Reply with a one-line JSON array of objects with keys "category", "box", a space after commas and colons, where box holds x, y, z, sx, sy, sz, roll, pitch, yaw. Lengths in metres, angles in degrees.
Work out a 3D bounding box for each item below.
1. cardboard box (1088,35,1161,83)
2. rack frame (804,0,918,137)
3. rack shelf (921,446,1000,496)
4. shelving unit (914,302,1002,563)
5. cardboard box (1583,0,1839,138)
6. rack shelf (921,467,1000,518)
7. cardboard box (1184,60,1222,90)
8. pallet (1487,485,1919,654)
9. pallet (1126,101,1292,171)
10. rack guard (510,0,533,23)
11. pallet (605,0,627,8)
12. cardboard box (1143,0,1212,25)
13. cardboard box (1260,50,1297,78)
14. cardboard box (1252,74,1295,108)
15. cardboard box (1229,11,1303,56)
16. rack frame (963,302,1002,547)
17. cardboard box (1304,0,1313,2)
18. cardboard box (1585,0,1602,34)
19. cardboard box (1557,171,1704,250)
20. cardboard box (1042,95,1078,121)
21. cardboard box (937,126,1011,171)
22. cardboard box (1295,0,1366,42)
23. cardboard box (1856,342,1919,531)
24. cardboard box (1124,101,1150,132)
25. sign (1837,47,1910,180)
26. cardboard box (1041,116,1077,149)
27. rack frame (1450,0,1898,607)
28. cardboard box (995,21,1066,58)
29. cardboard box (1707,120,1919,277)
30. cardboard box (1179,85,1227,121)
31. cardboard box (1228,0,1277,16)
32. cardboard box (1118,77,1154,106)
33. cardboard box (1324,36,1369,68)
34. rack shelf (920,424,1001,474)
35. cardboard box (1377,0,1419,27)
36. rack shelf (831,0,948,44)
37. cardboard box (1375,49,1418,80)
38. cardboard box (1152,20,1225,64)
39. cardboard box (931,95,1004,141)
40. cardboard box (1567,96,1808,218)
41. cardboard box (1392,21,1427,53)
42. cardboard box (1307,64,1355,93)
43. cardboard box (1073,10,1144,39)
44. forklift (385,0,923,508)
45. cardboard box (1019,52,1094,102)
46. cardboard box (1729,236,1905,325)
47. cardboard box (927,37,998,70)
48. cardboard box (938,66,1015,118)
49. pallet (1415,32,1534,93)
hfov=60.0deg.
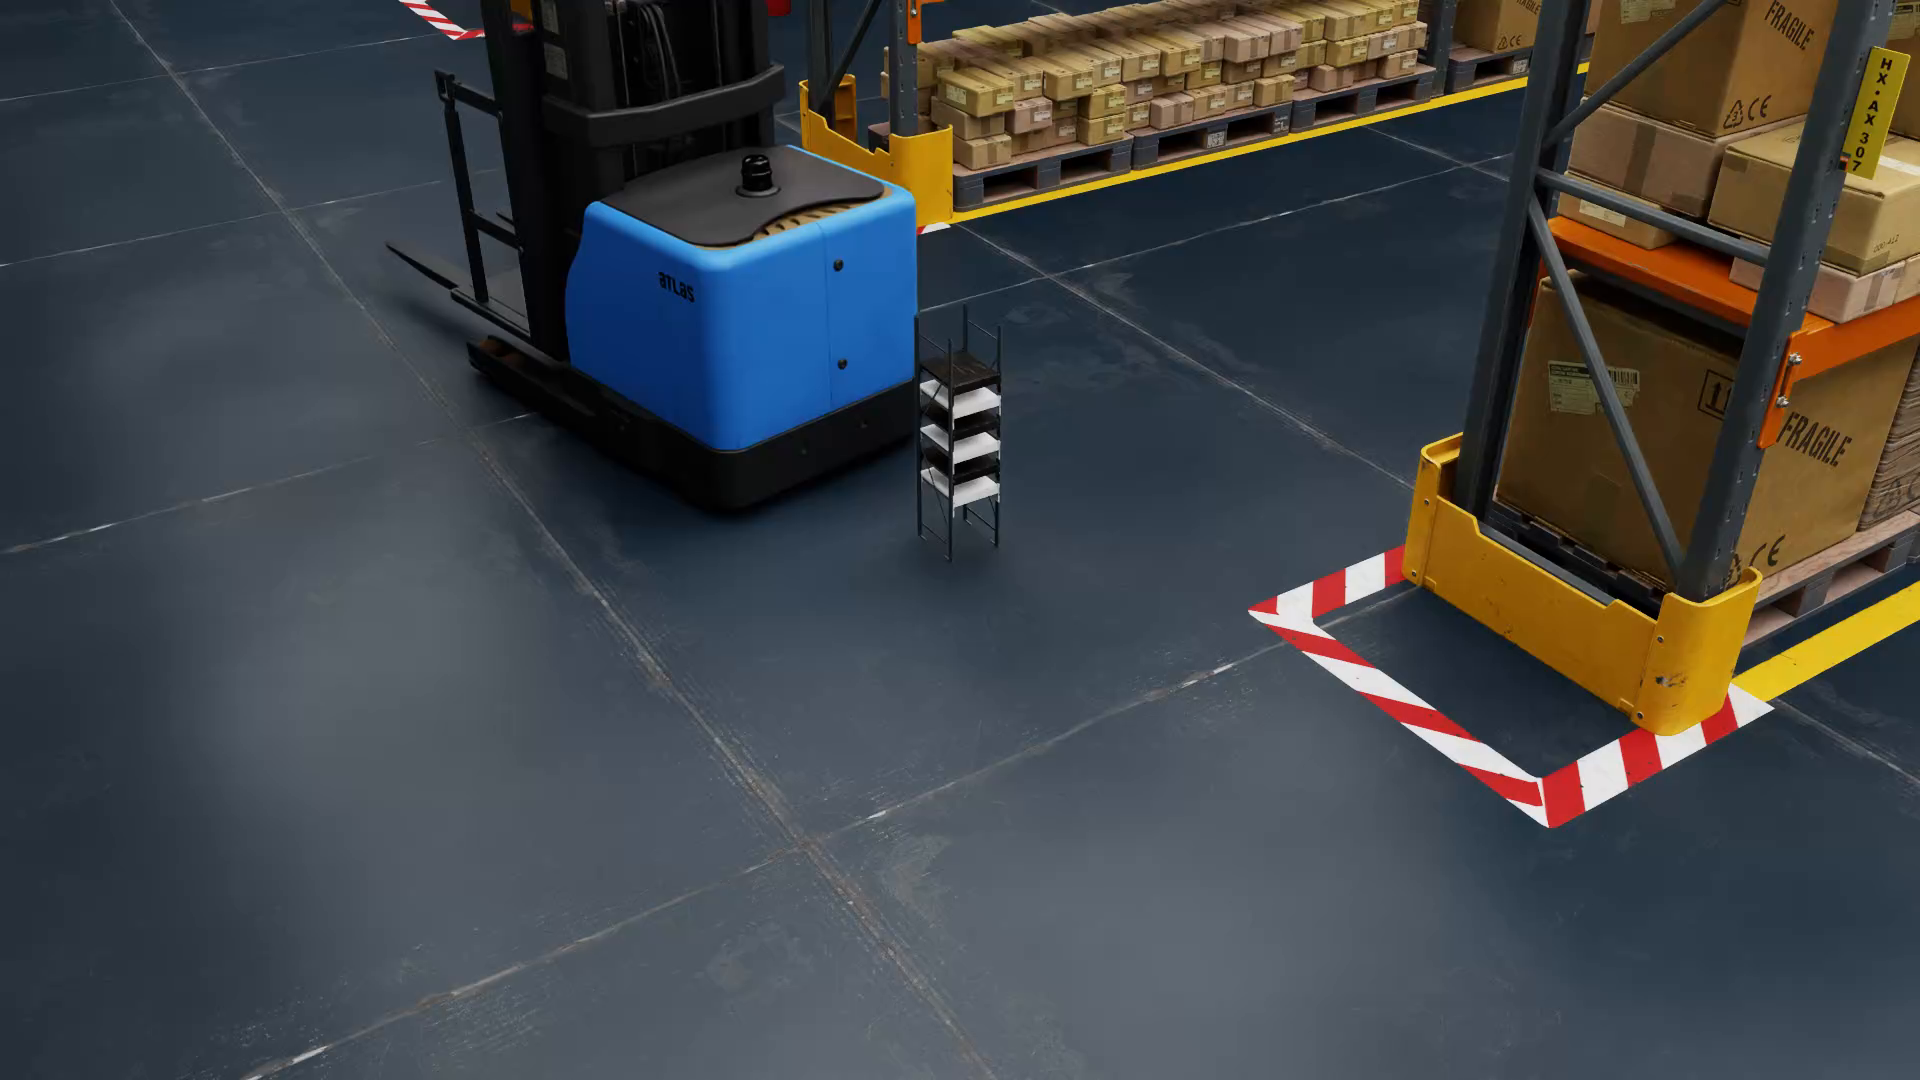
[{"category": "cardboard box", "box": [0.936, -2.762, 9.538, 0.250, 0.149, 0.380, -17, 36, -25]}, {"category": "rack frame", "box": [-0.538, -3.206, 8.520, 0.127, 3.000, 1.000, -19, 37, -27]}, {"category": "rack shelf", "box": [-0.007, -0.274, 6.072, 0.200, 0.077, 0.258, -19, 37, -27]}, {"category": "shelving unit", "box": [-0.007, -0.378, 6.006, 0.210, 0.900, 0.258, -19, 37, -27]}, {"category": "cardboard box", "box": [2.331, -1.590, 5.119, 0.500, 0.500, 0.500, -18, 37, -27]}, {"category": "rack shelf", "box": [-0.007, -0.198, 6.120, 0.200, 0.077, 0.258, -19, 37, -27]}, {"category": "cardboard box", "box": [1.344, -2.819, 9.907, 0.250, 0.149, 0.380, -17, 36, -25]}, {"category": "pallet", "box": [2.694, -0.039, 6.114, 1.213, 0.211, 1.003, -19, 37, -27]}, {"category": "pallet", "box": [1.252, -2.618, 10.202, 1.213, 0.211, 1.003, -19, 37, -27]}, {"category": "rack guard", "box": [-3.325, -4.332, 12.649, 0.348, 0.500, 1.175, -19, 37, -27]}, {"category": "pallet", "box": [-2.675, -4.483, 13.159, 1.213, 0.211, 1.003, -19, 37, -27]}, {"category": "cardboard box", "box": [1.323, -3.192, 10.220, 0.250, 0.149, 0.380, -21, 38, -29]}, {"category": "cardboard box", "box": [1.828, -2.946, 10.108, 0.250, 0.149, 0.380, -18, 36, -26]}, {"category": "cardboard box", "box": [1.809, -2.768, 10.105, 0.250, 0.149, 0.380, -19, 37, -27]}, {"category": "cardboard box", "box": [1.829, -3.039, 9.977, 0.250, 0.149, 0.380, -21, 38, -30]}, {"category": "rack frame", "box": [0.079, -0.408, 6.053, 0.006, 0.900, 0.240, -19, 37, -27]}, {"category": "cardboard box", "box": [2.159, -3.526, 10.748, 0.250, 0.149, 0.380, -17, 36, -25]}, {"category": "cardboard box", "box": [4.032, -3.731, 11.302, 0.500, 0.500, 0.500, -17, 36, -25]}, {"category": "cardboard box", "box": [2.185, -1.096, 5.412, 0.250, 0.149, 0.380, -18, 37, -26]}, {"category": "cardboard box", "box": [0.460, -2.504, 9.407, 0.250, 0.149, 0.380, -18, 37, -27]}, {"category": "cardboard box", "box": [0.076, -2.185, 9.181, 0.250, 0.149, 0.380, -18, 37, -26]}, {"category": "cardboard box", "box": [2.267, -3.199, 10.231, 0.250, 0.149, 0.380, -19, 37, -28]}, {"category": "cardboard box", "box": [3.324, -0.715, 6.170, 0.875, 0.875, 0.875, -19, 37, -27]}, {"category": "cardboard box", "box": [0.893, -2.514, 9.702, 0.250, 0.149, 0.380, -19, 37, -27]}, {"category": "sign", "box": [2.360, -1.101, 4.299, 0.005, 0.325, 0.100, -19, 37, -27]}, {"category": "cardboard box", "box": [0.456, -2.373, 9.478, 0.250, 0.149, 0.380, -19, 37, -27]}, {"category": "rack frame", "box": [2.064, -0.952, 4.948, 0.127, 3.000, 1.000, -19, 37, -27]}, {"category": "cardboard box", "box": [0.413, -2.921, 9.790, 0.250, 0.149, 0.380, -21, 38, -29]}, {"category": "cardboard box", "box": [2.614, -1.032, 4.937, 0.500, 0.250, 0.500, -20, 37, -28]}, {"category": "cardboard box", "box": [1.369, -2.638, 9.900, 0.250, 0.149, 0.380, -19, 37, -27]}, {"category": "cardboard box", "box": [1.766, -3.345, 10.462, 0.250, 0.149, 0.380, -20, 37, -28]}, {"category": "cardboard box", "box": [0.906, -2.649, 9.637, 0.250, 0.149, 0.380, -21, 38, -29]}, {"category": "cardboard box", "box": [2.295, -3.057, 10.284, 0.250, 0.149, 0.380, -20, 38, -29]}, {"category": "rack shelf", "box": [-0.007, -0.350, 6.024, 0.200, 0.077, 0.258, -19, 37, -27]}, {"category": "cardboard box", "box": [2.666, -3.366, 10.495, 0.250, 0.149, 0.380, -18, 36, -26]}, {"category": "rack shelf", "box": [1.143, -3.479, 9.629, 4.000, 0.370, 1.077, -19, 37, -27]}, {"category": "cardboard box", "box": [2.679, -3.068, 10.580, 0.250, 0.149, 0.380, -18, 37, -27]}, {"category": "cardboard box", "box": [1.341, -2.933, 9.809, 0.250, 0.149, 0.380, -19, 37, -27]}, {"category": "cardboard box", "box": [0.041, -2.340, 9.147, 0.250, 0.149, 0.380, -17, 36, -25]}, {"category": "cardboard box", "box": [2.328, -1.274, 5.319, 0.500, 0.250, 0.500, -20, 37, -28]}, {"category": "cardboard box", "box": [2.731, -3.226, 10.552, 0.250, 0.149, 0.380, -18, 37, -26]}, {"category": "cardboard box", "box": [2.228, -2.925, 10.353, 0.250, 0.149, 0.380, -20, 38, -29]}, {"category": "cardboard box", "box": [0.890, -3.050, 9.994, 0.250, 0.149, 0.380, -20, 38, -29]}, {"category": "forklift", "box": [-1.533, -2.054, 6.760, 1.130, 2.935, 3.031, -27, 41, -36]}, {"category": "cardboard box", "box": [0.534, -2.577, 9.245, 0.250, 0.149, 0.380, -19, 37, -27]}, {"category": "cardboard box", "box": [2.542, -0.801, 4.943, 0.250, 0.149, 0.380, -19, 37, -27]}, {"category": "cardboard box", "box": [0.012, -2.743, 9.507, 0.250, 0.149, 0.380, -18, 37, -26]}, {"category": "cardboard box", "box": [0.086, -2.428, 9.009, 0.250, 0.149, 0.380, -21, 38, -29]}, {"category": "pallet", "box": [3.478, -3.408, 11.455, 1.213, 0.211, 1.003, -19, 37, -27]}]
